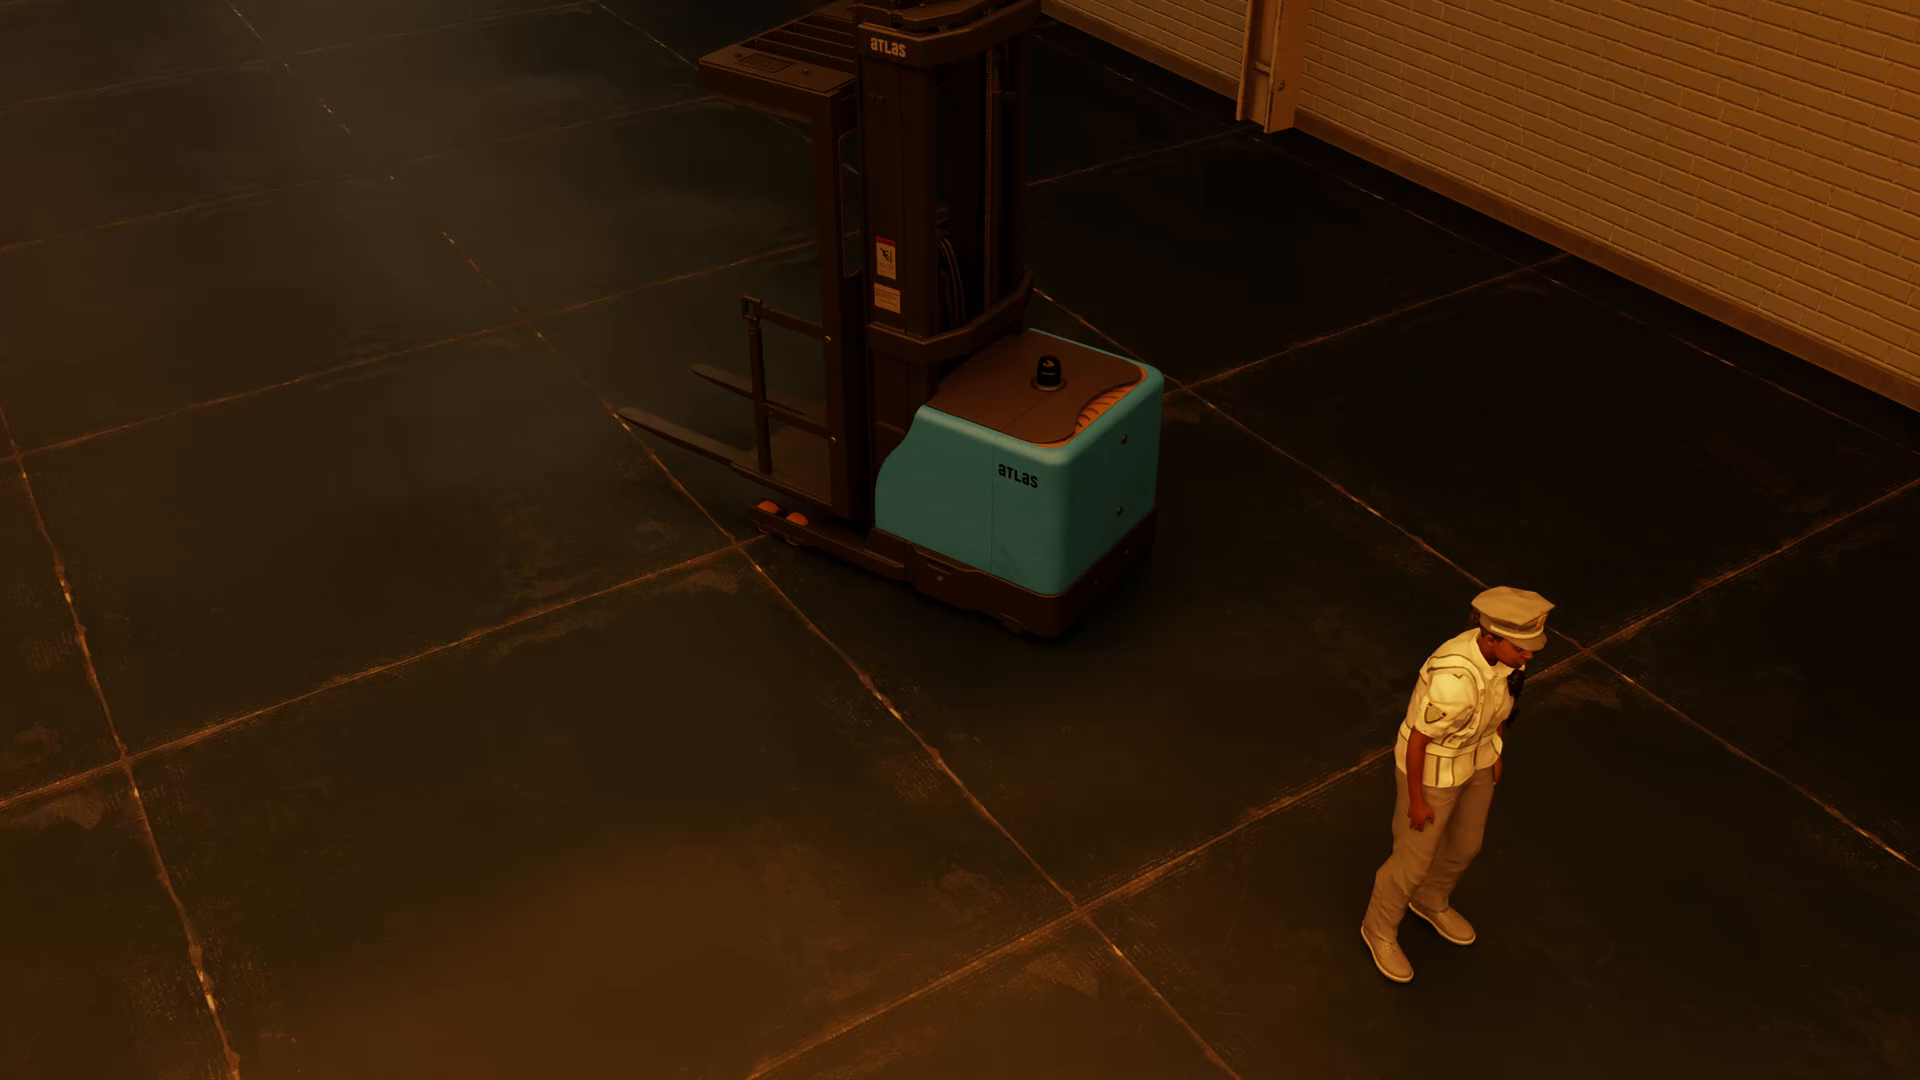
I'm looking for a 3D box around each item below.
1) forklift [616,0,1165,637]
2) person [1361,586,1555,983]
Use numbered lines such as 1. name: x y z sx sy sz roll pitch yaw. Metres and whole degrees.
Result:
1. forklift: -0.500 -1.399 8.138 3.031 2.935 1.130 22 41 28
2. person: 1.782 0.855 6.036 0.532 1.662 0.396 -22 41 -28
